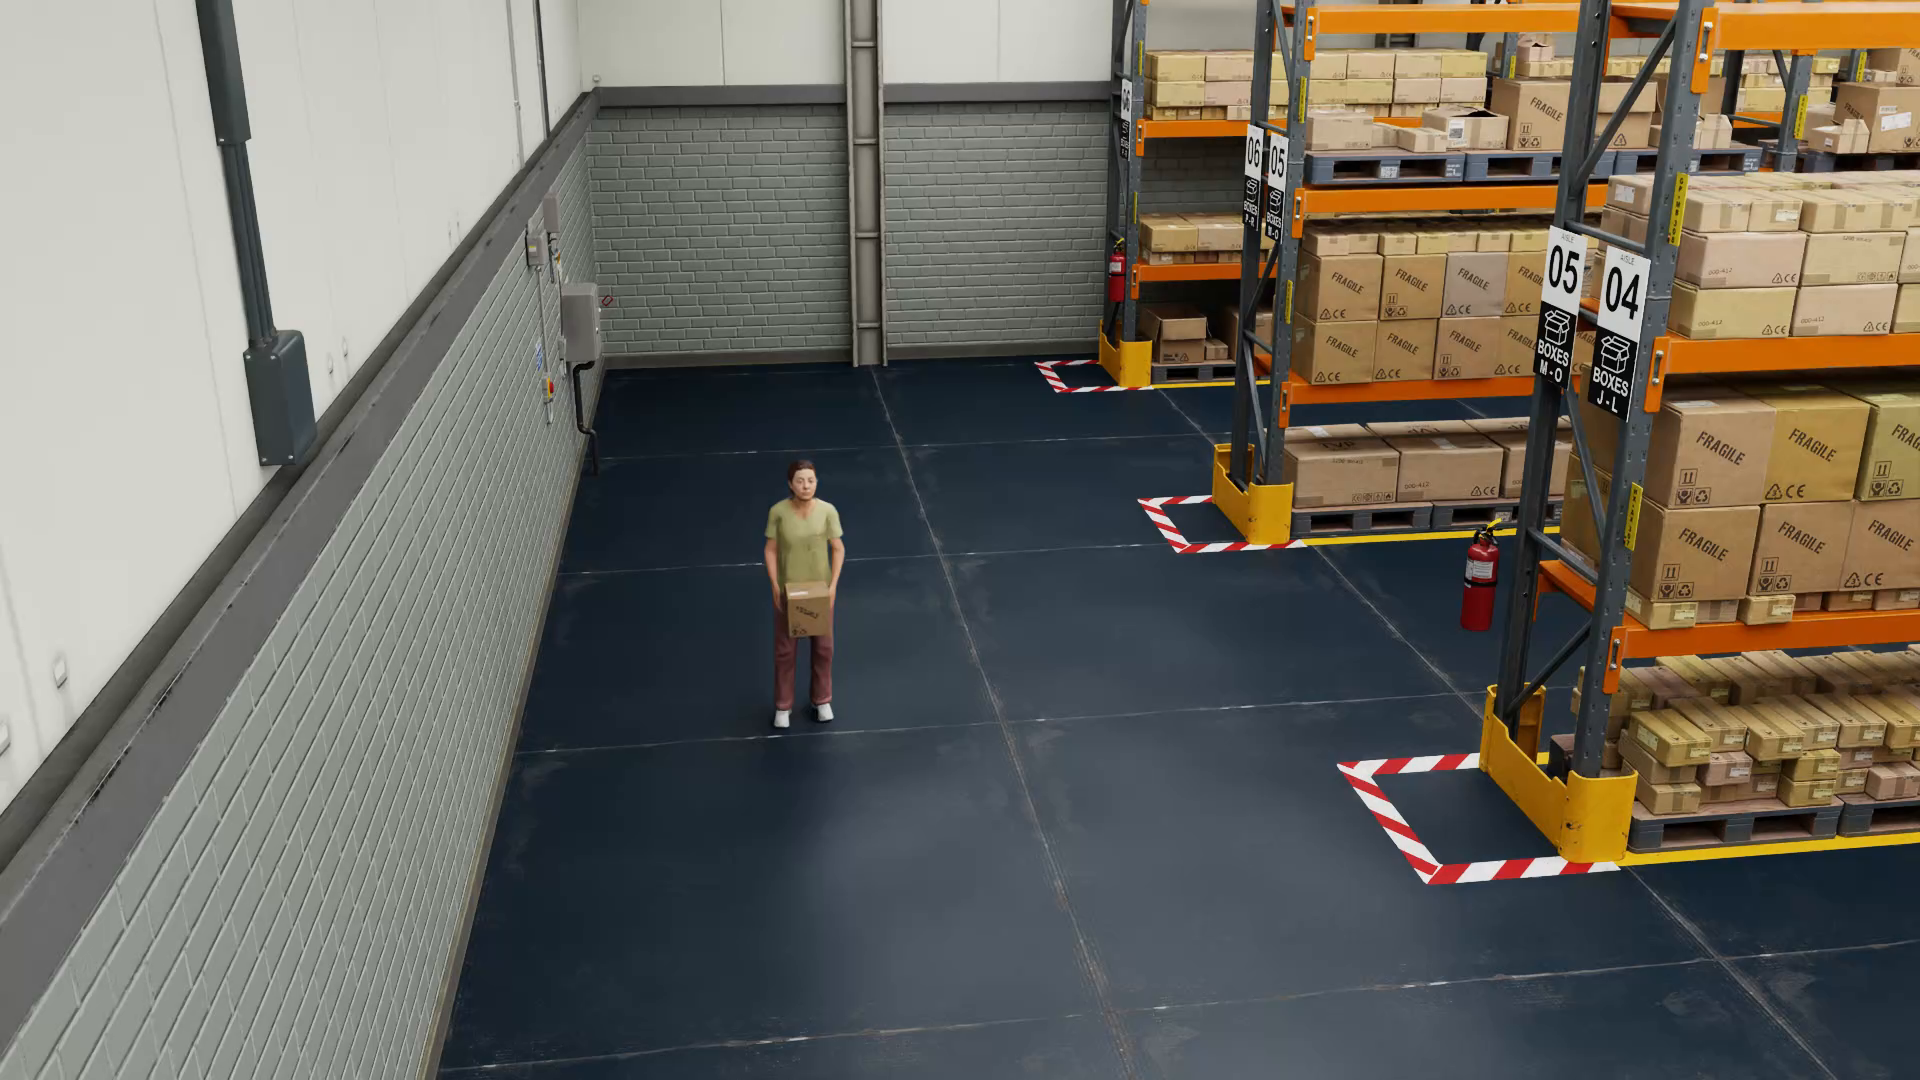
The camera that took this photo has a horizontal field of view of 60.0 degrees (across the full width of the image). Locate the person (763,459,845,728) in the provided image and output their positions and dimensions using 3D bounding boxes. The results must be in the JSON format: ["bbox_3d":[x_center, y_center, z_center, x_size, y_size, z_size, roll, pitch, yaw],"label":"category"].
[{"bbox_3d":[-0.944,0.321,10.204,0.498,1.671,0.422,-3,20,-7],"label":"person"}]
